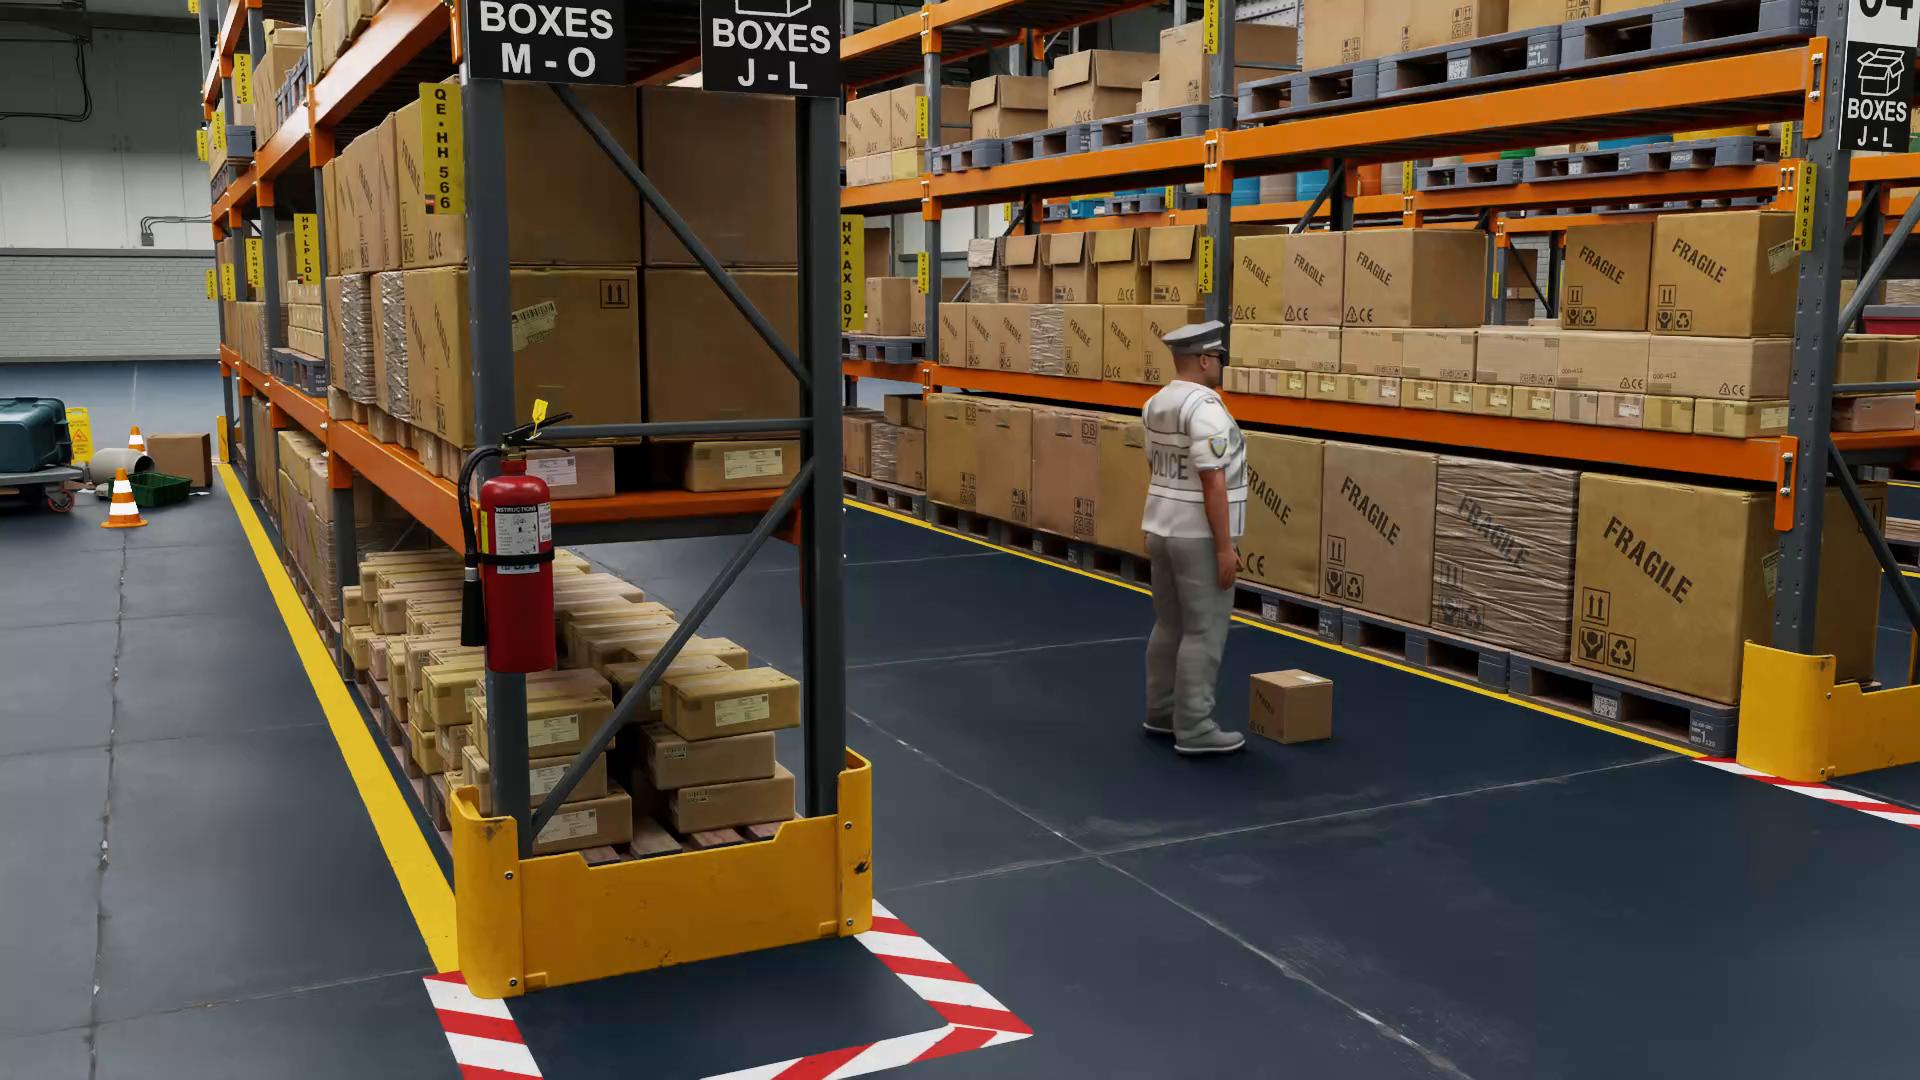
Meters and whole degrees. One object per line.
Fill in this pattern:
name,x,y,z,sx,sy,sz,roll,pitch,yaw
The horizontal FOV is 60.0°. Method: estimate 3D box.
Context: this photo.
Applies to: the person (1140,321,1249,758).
person,0.961,-0.003,6.798,0.394,1.766,0.534,-4,9,-25
